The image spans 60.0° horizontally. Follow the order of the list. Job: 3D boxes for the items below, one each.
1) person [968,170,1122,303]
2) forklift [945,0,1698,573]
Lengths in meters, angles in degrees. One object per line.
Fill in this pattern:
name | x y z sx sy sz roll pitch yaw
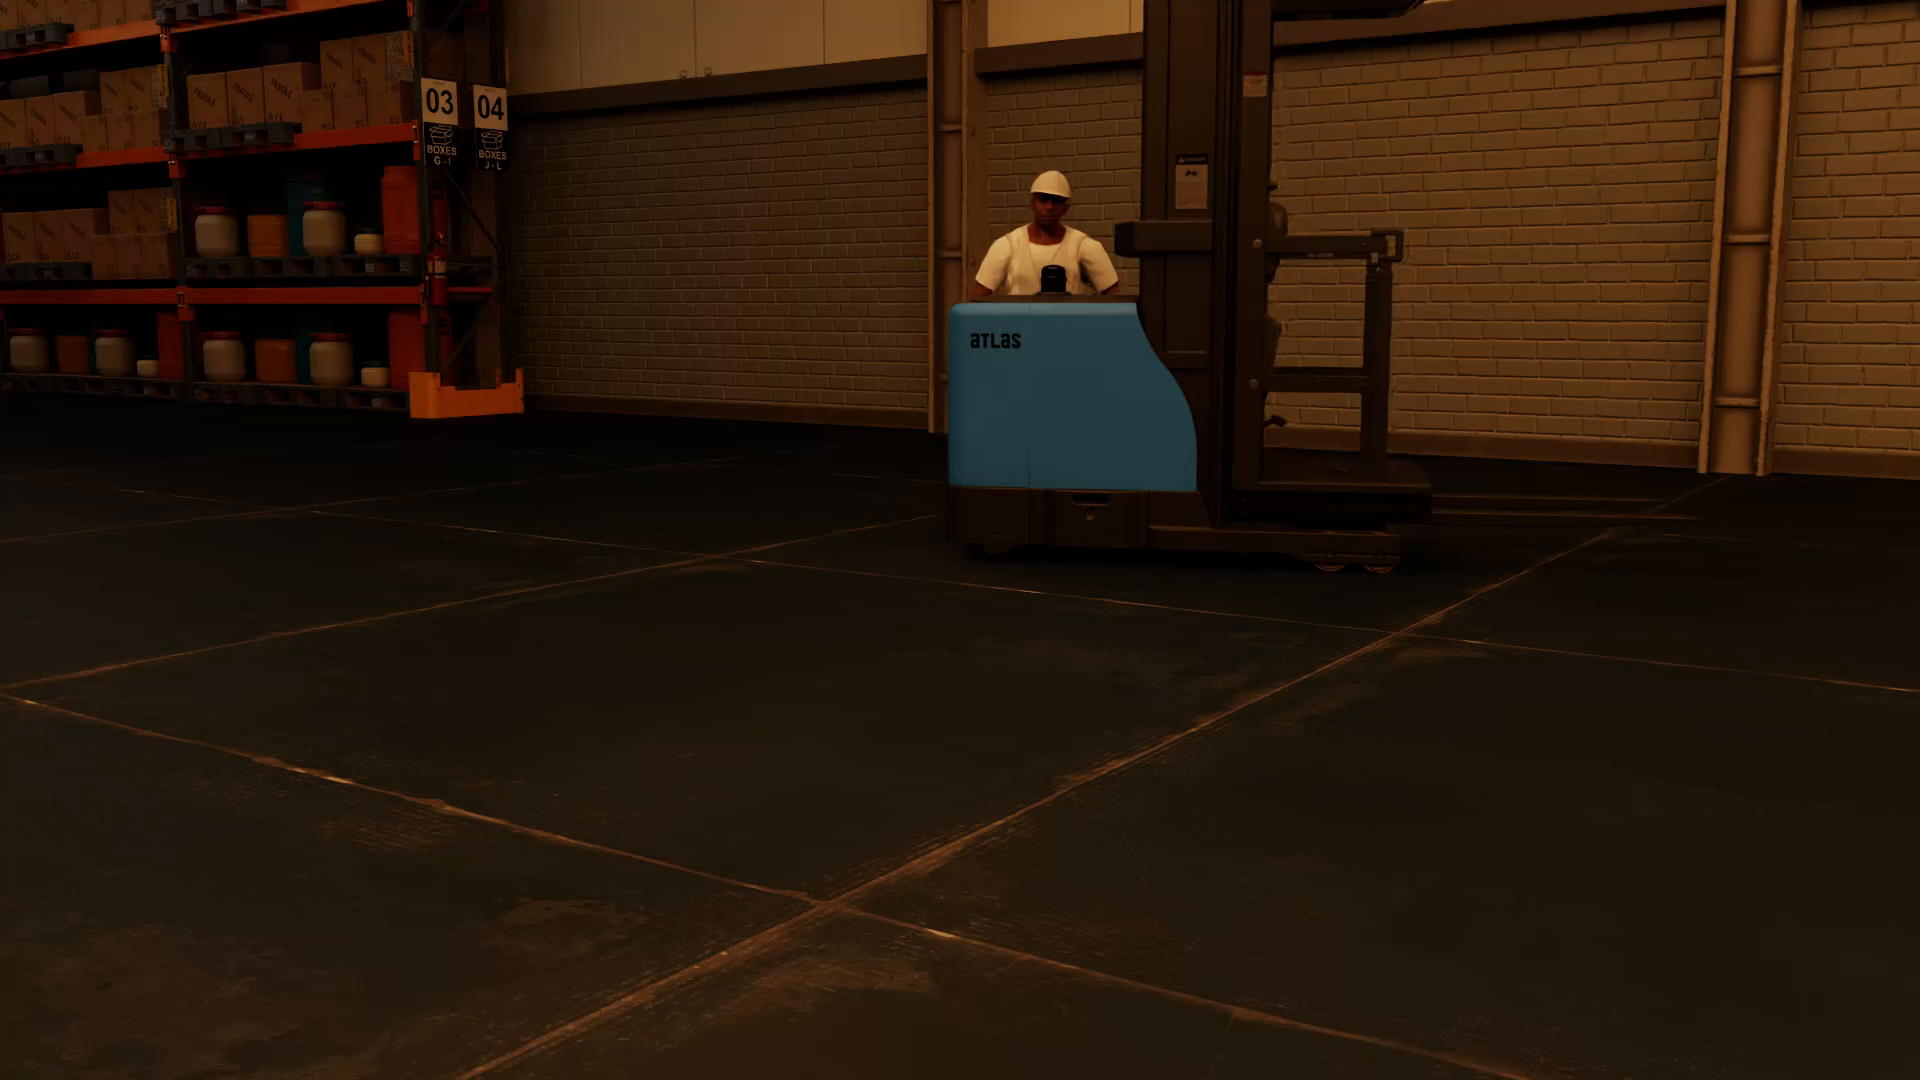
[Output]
person | 0.426 -0.953 8.248 0.875 1.728 0.476 1 8 6
forklift | 1.506 -1.398 7.027 3.031 2.935 1.130 2 8 11
